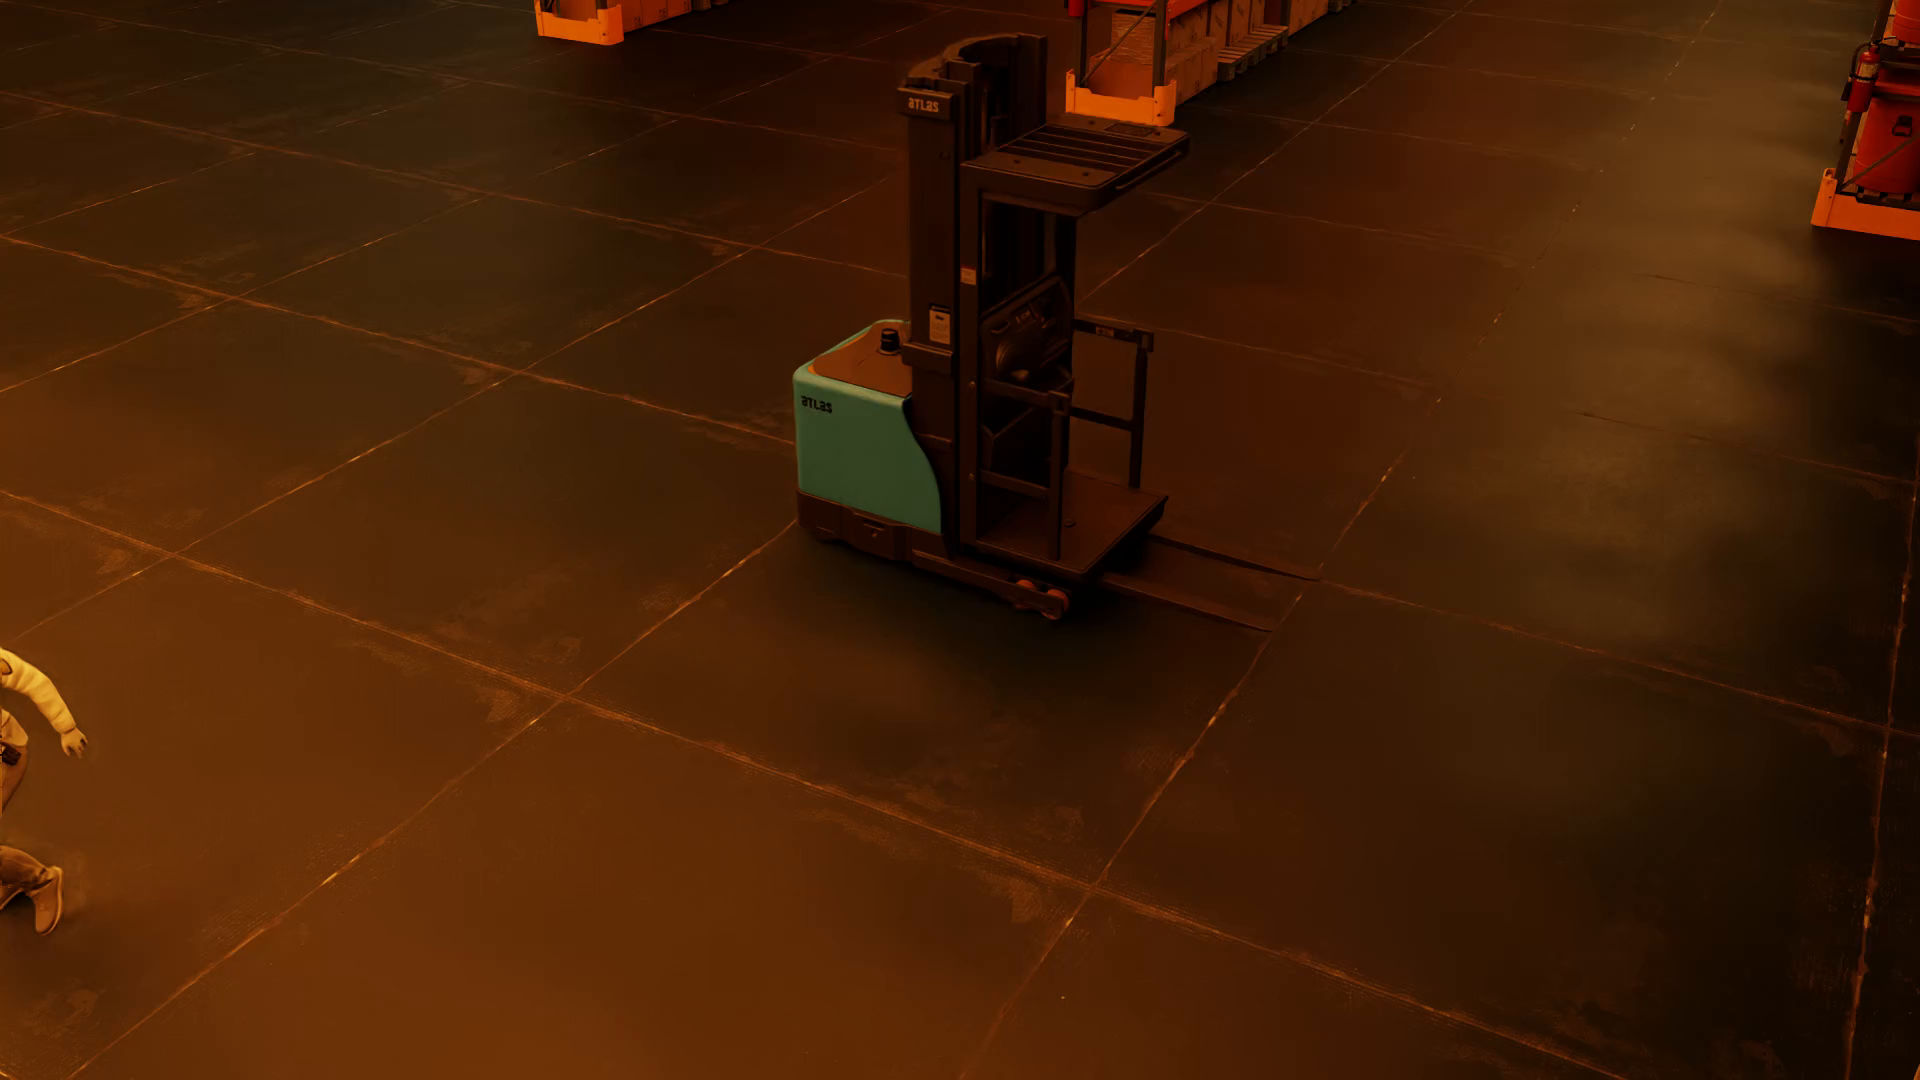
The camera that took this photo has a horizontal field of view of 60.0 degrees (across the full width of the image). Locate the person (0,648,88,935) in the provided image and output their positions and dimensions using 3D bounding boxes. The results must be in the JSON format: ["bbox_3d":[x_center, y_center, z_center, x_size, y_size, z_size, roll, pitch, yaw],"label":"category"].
[{"bbox_3d":[-4.075,0.929,6.821,0.698,1.580,0.621,10,32,17],"label":"person"}]

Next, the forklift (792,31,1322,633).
[{"bbox_3d":[0.544,-1.131,9.031,3.031,2.935,1.130,17,34,27],"label":"forklift"}]
